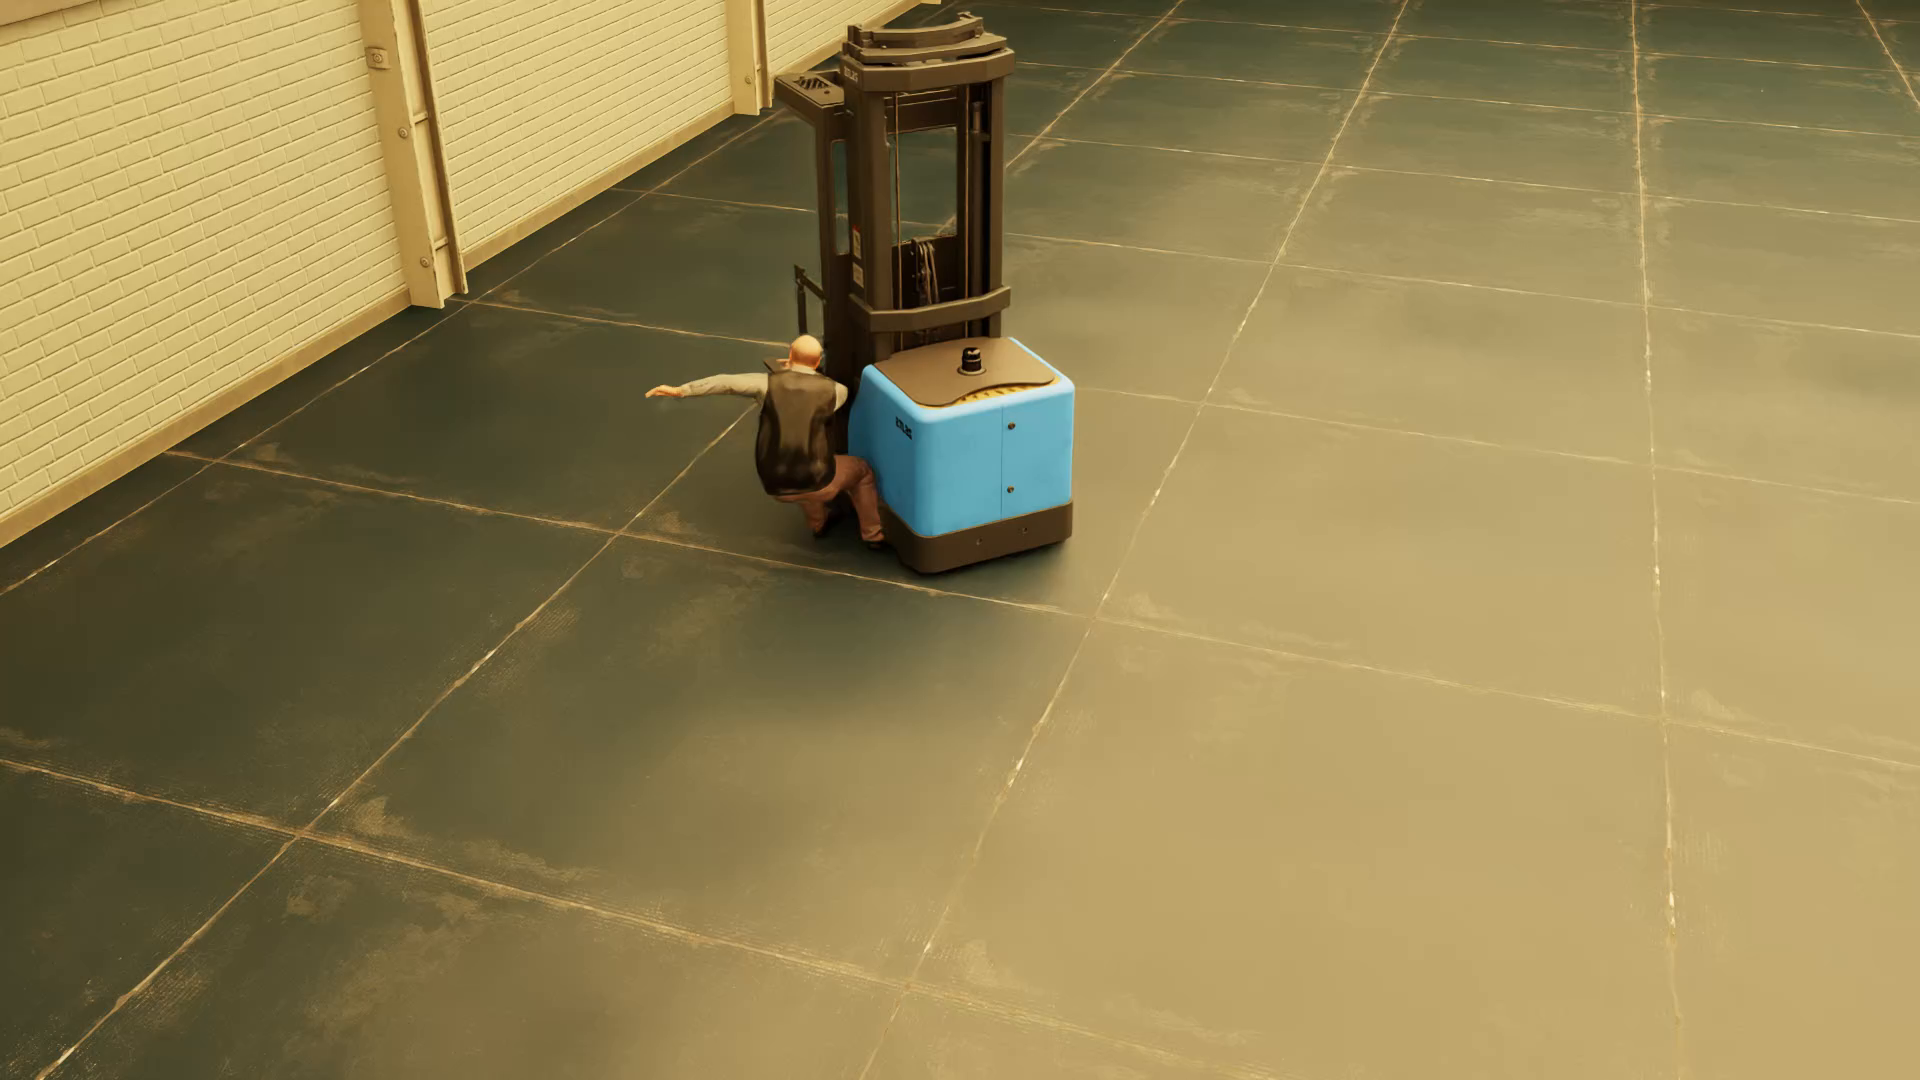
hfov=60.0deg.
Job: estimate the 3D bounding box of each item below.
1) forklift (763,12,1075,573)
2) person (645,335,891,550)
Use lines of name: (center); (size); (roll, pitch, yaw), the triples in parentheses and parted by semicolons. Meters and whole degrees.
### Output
forklift: (-0.434, -1.787, 10.271); (1.130, 2.935, 3.031); (-14, 33, -23)
person: (-1.044, -0.491, 9.592); (1.376, 1.384, 0.733); (0, 30, 0)
